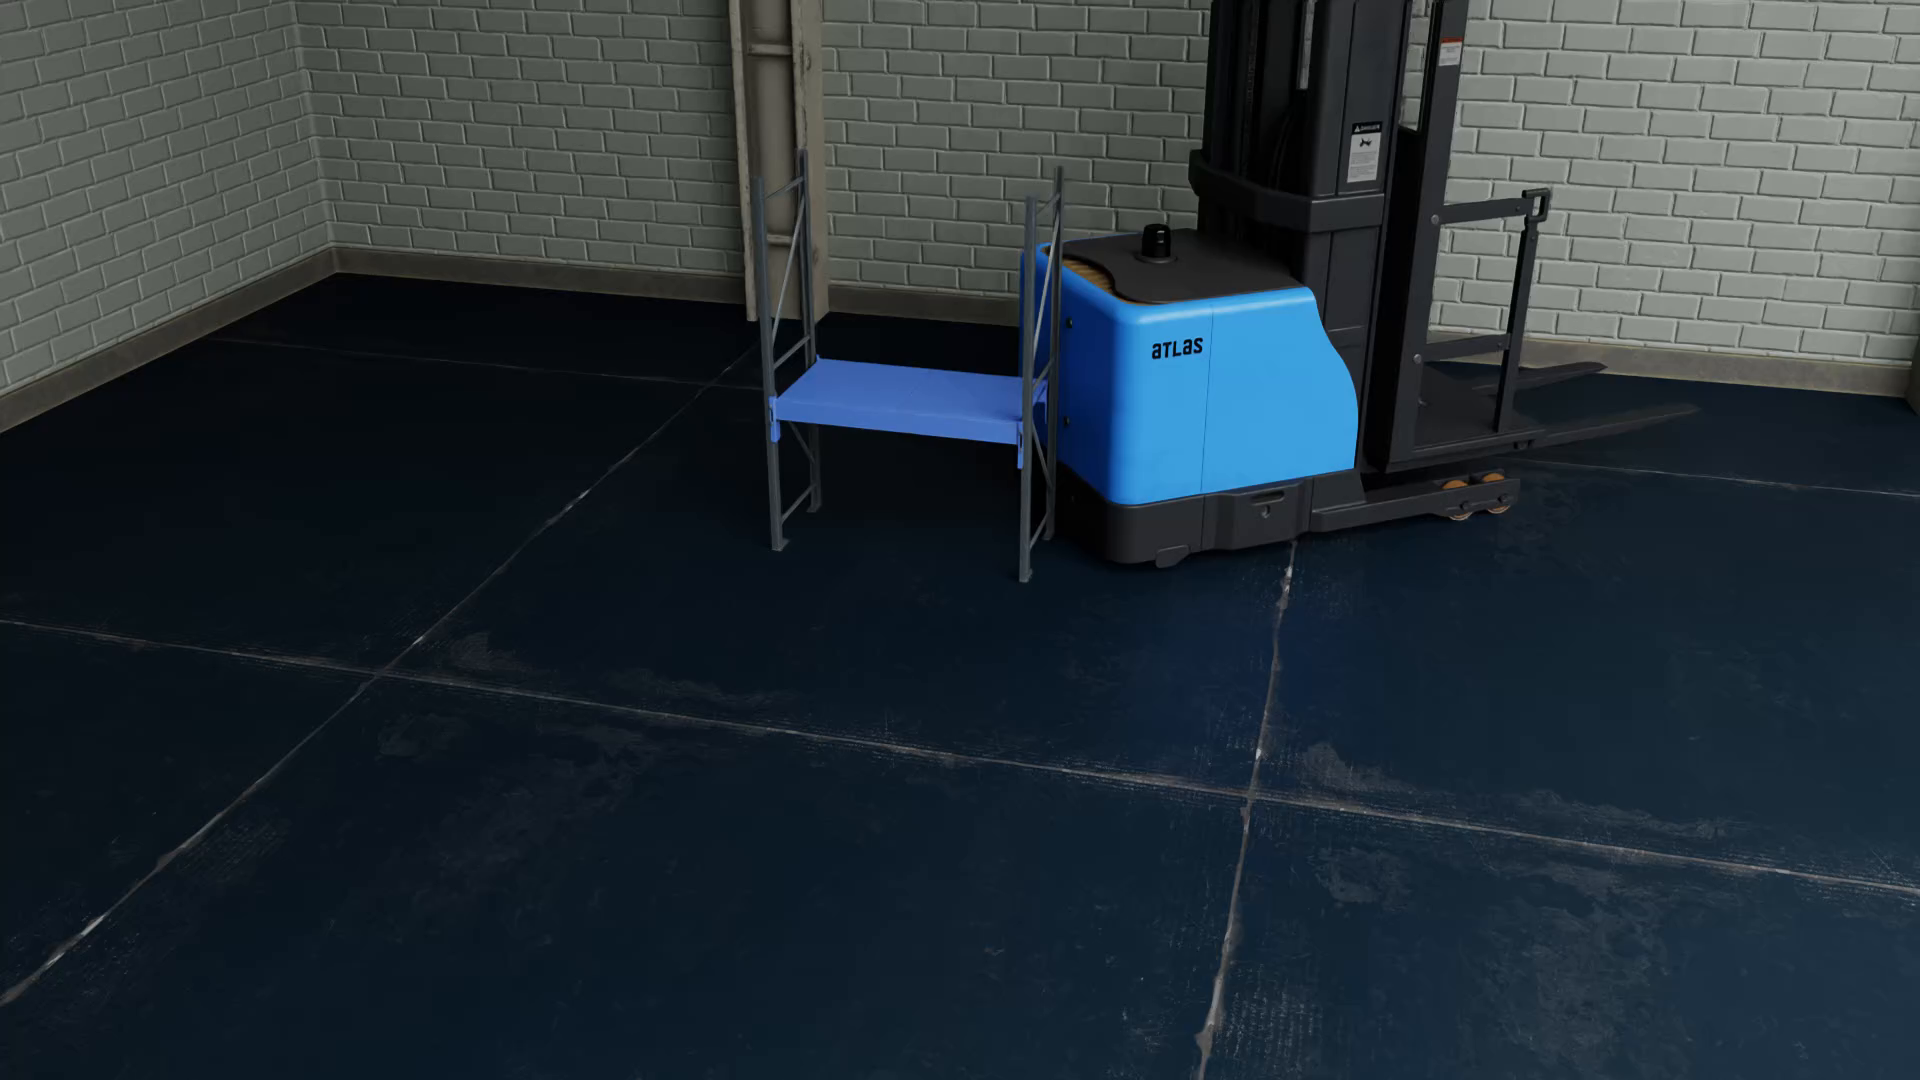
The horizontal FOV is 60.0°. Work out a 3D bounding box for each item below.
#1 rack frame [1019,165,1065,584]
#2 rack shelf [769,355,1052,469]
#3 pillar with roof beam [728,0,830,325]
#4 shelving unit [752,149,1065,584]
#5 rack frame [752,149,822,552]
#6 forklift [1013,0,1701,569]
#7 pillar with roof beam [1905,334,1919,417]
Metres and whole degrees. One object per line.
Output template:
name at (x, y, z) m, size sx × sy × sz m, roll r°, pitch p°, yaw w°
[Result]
rack frame at (0.309, -0.615, 6.297) m, size 0.032 × 1.500 × 0.500 m, roll 7°, pitch 26°, yaw 14°
rack shelf at (-0.181, -0.511, 6.498) m, size 1.000 × 0.185 × 0.538 m, roll 7°, pitch 26°, yaw 14°
pillar with roof beam at (-2.043, -3.547, 3.732) m, size 0.400 × 9.000 × 9.100 m, roll 6°, pitch 26°, yaw 13°
shelving unit at (-0.181, -0.674, 6.420) m, size 1.048 × 1.500 × 0.538 m, roll 7°, pitch 26°, yaw 14°
rack frame at (-0.670, -0.733, 6.544) m, size 0.032 × 1.500 × 0.500 m, roll 7°, pitch 26°, yaw 14°
forklift at (1.800, -1.603, 6.707) m, size 3.031 × 2.935 × 1.130 m, roll -10°, pitch 27°, yaw -20°
pillar with roof beam at (3.768, -2.905, 2.382) m, size 0.400 × 9.000 × 9.100 m, roll 6°, pitch 26°, yaw 13°
